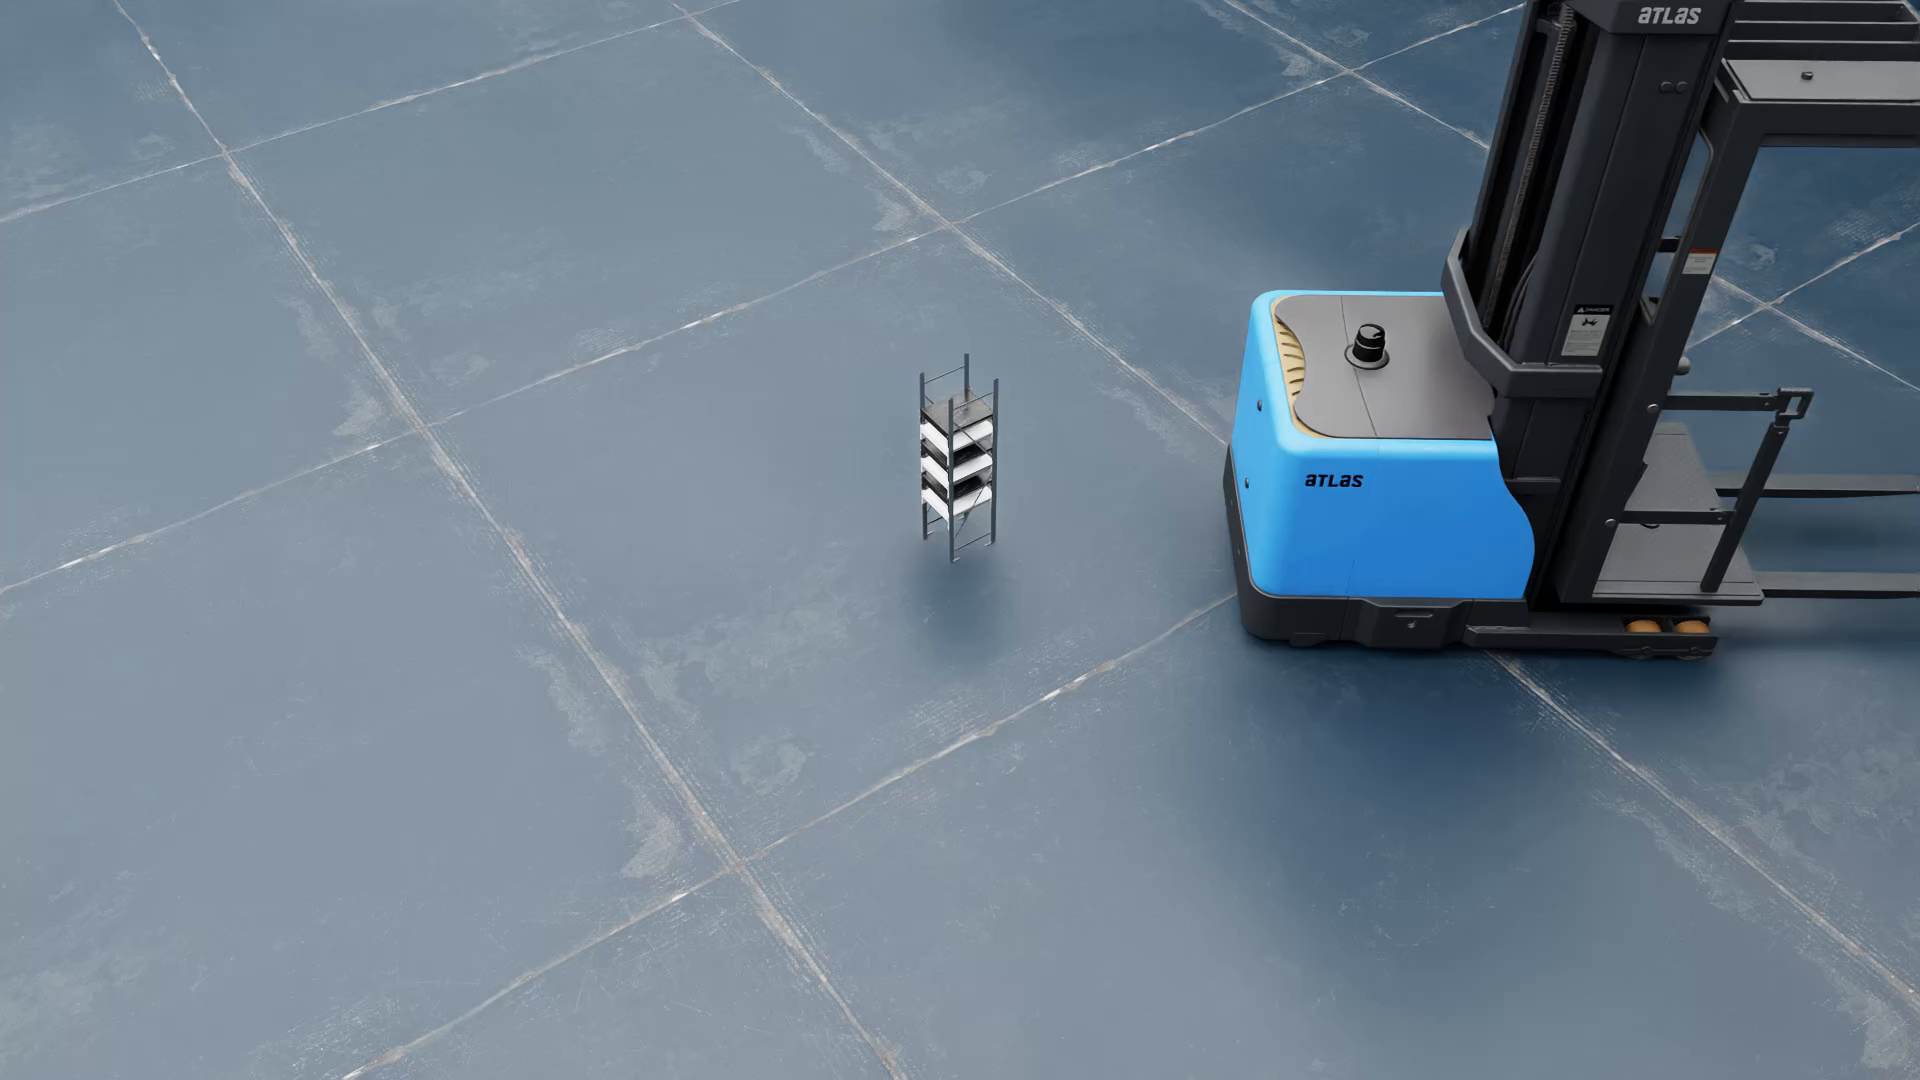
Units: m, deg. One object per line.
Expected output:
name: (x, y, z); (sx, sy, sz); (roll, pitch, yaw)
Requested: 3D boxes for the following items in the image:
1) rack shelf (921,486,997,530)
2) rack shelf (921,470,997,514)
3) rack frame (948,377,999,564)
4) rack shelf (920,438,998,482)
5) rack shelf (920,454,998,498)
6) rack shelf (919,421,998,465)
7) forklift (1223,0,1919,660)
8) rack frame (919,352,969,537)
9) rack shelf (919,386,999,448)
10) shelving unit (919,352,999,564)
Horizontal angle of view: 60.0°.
rack shelf: (-0.005, -0.176, 7.082); (0.258, 0.077, 0.200); (-26, 49, -24)
rack shelf: (-0.005, -0.241, 7.020); (0.258, 0.077, 0.200); (-26, 49, -24)
rack frame: (0.054, -0.273, 6.875); (0.240, 0.900, 0.006); (-26, 49, -24)
rack shelf: (-0.005, -0.371, 6.896); (0.258, 0.077, 0.200); (-26, 49, -24)
rack shelf: (-0.005, -0.306, 6.958); (0.258, 0.077, 0.200); (-26, 49, -24)
rack shelf: (-0.005, -0.436, 6.834); (0.258, 0.077, 0.200); (-26, 49, -24)
forklift: (2.676, -0.950, 6.113); (3.031, 2.935, 1.130); (1, 44, 1)
rack frame: (-0.063, -0.388, 6.995); (0.240, 0.900, 0.006); (-26, 49, -24)
rack shelf: (-0.005, -0.501, 6.772); (0.258, 0.077, 0.200); (-26, 49, -24)
shelving unit: (-0.005, -0.330, 6.935); (0.258, 0.900, 0.210); (-26, 49, -24)
